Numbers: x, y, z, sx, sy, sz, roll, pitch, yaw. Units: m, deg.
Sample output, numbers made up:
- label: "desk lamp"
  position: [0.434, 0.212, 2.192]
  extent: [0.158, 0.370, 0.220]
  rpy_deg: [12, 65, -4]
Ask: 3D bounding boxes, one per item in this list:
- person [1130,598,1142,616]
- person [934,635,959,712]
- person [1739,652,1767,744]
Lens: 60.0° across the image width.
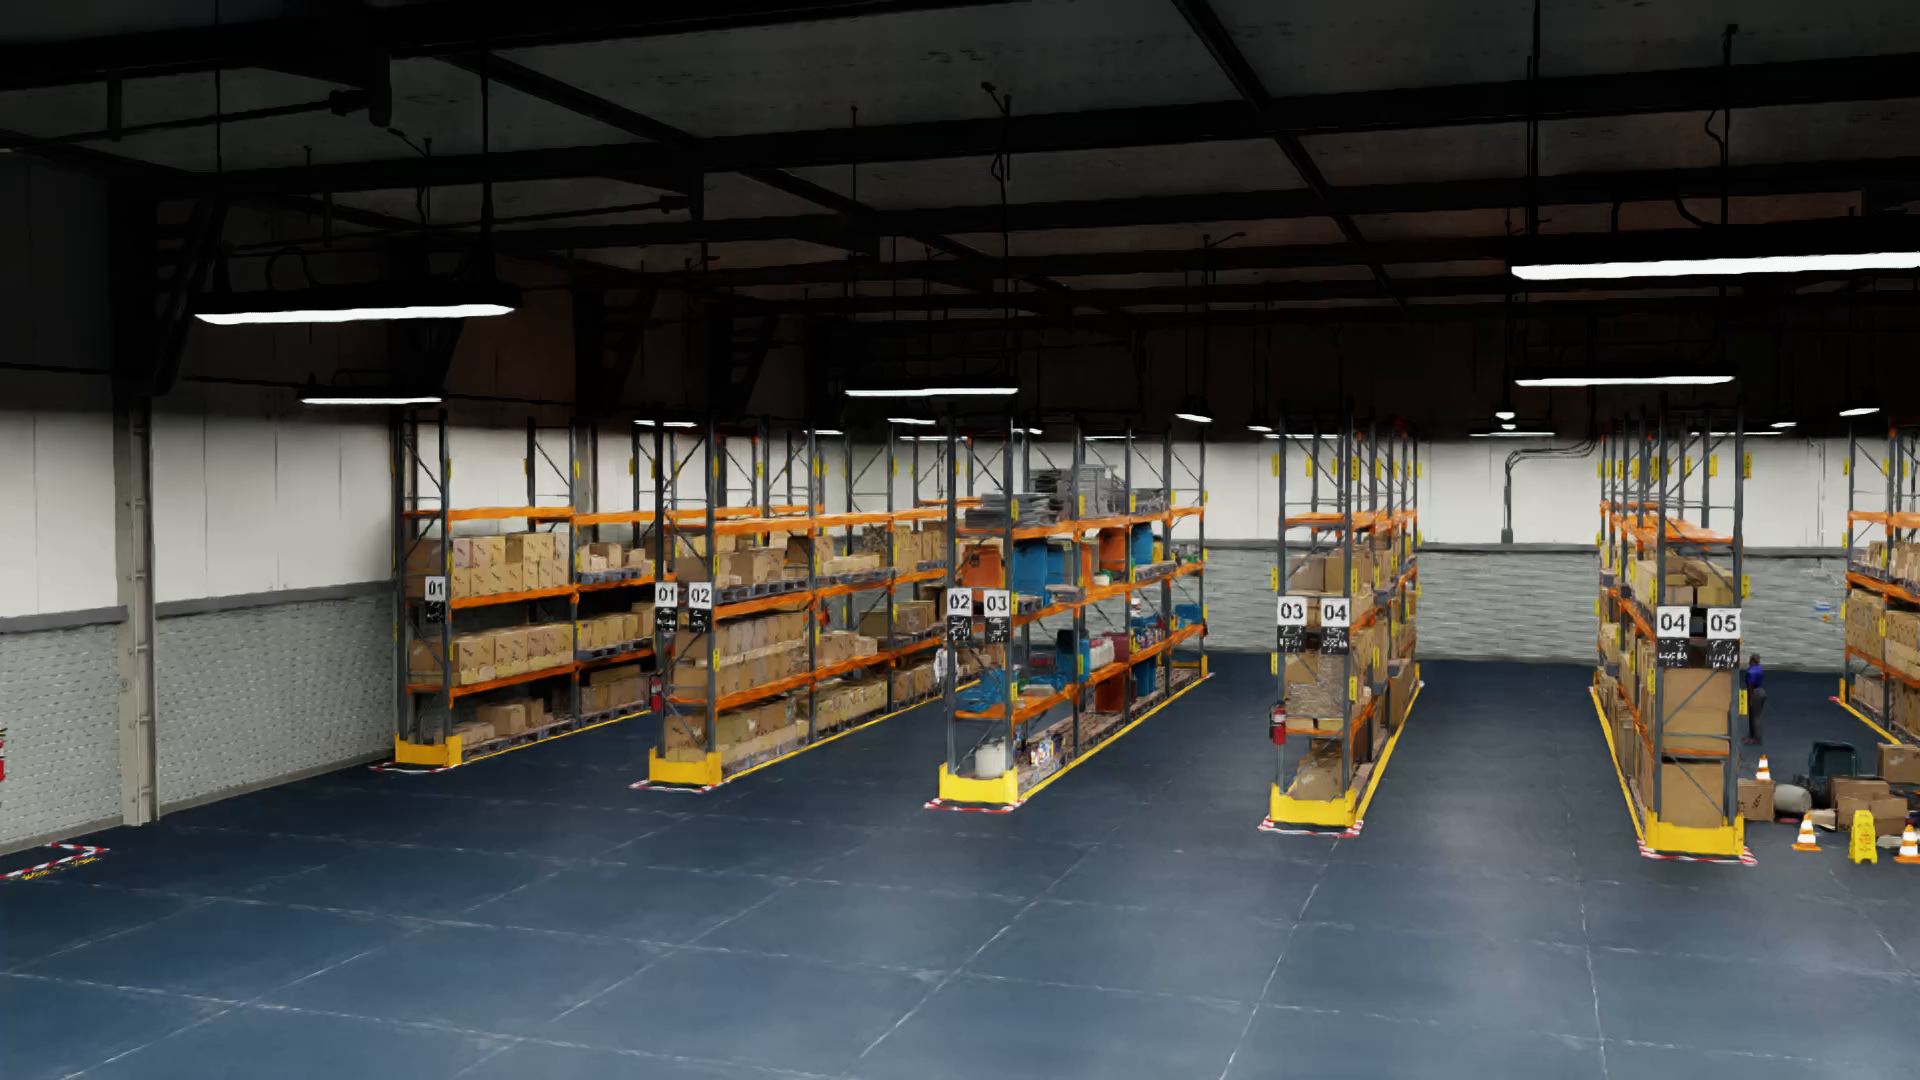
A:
- label: "person"
  position: [4.365, 2.329, 41.301]
  extent: [0.400, 1.779, 0.587]
  rpy_deg: [1, 3, 21]
- label: "person"
  position: [-0.282, 2.727, 33.738]
  extent: [0.483, 1.621, 0.995]
  rpy_deg: [0, 2, 10]
- label: "person"
  position: [14.424, 2.924, 30.271]
  extent: [0.497, 1.543, 0.467]
  rpy_deg: [-2, 3, -42]
